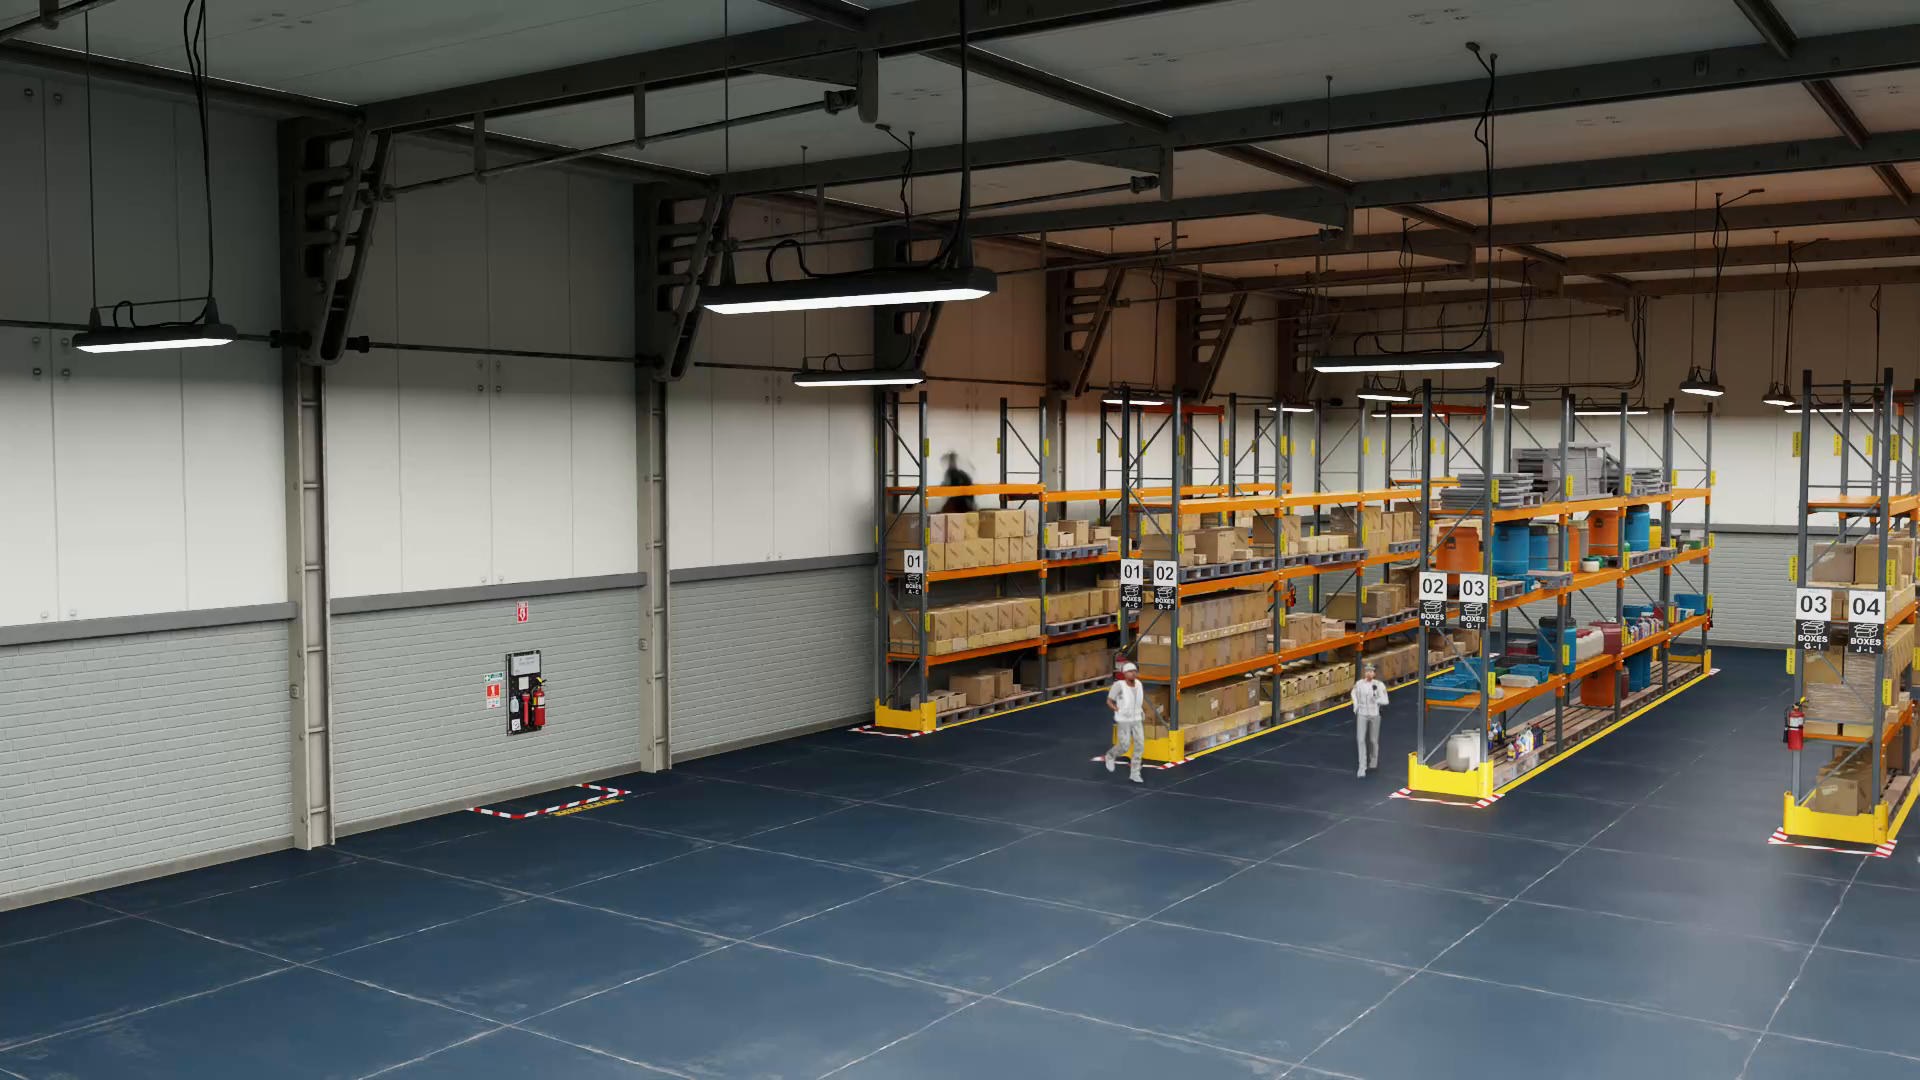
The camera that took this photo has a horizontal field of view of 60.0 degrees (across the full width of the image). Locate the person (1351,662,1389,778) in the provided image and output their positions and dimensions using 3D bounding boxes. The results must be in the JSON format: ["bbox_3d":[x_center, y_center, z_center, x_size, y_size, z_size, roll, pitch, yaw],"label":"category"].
[{"bbox_3d":[6.275,2.736,25.517,0.596,1.743,0.724,1,3,21],"label":"person"}]

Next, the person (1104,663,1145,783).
[{"bbox_3d":[2.509,2.733,25.090,0.703,1.788,0.802,-3,4,-39],"label":"person"}]
